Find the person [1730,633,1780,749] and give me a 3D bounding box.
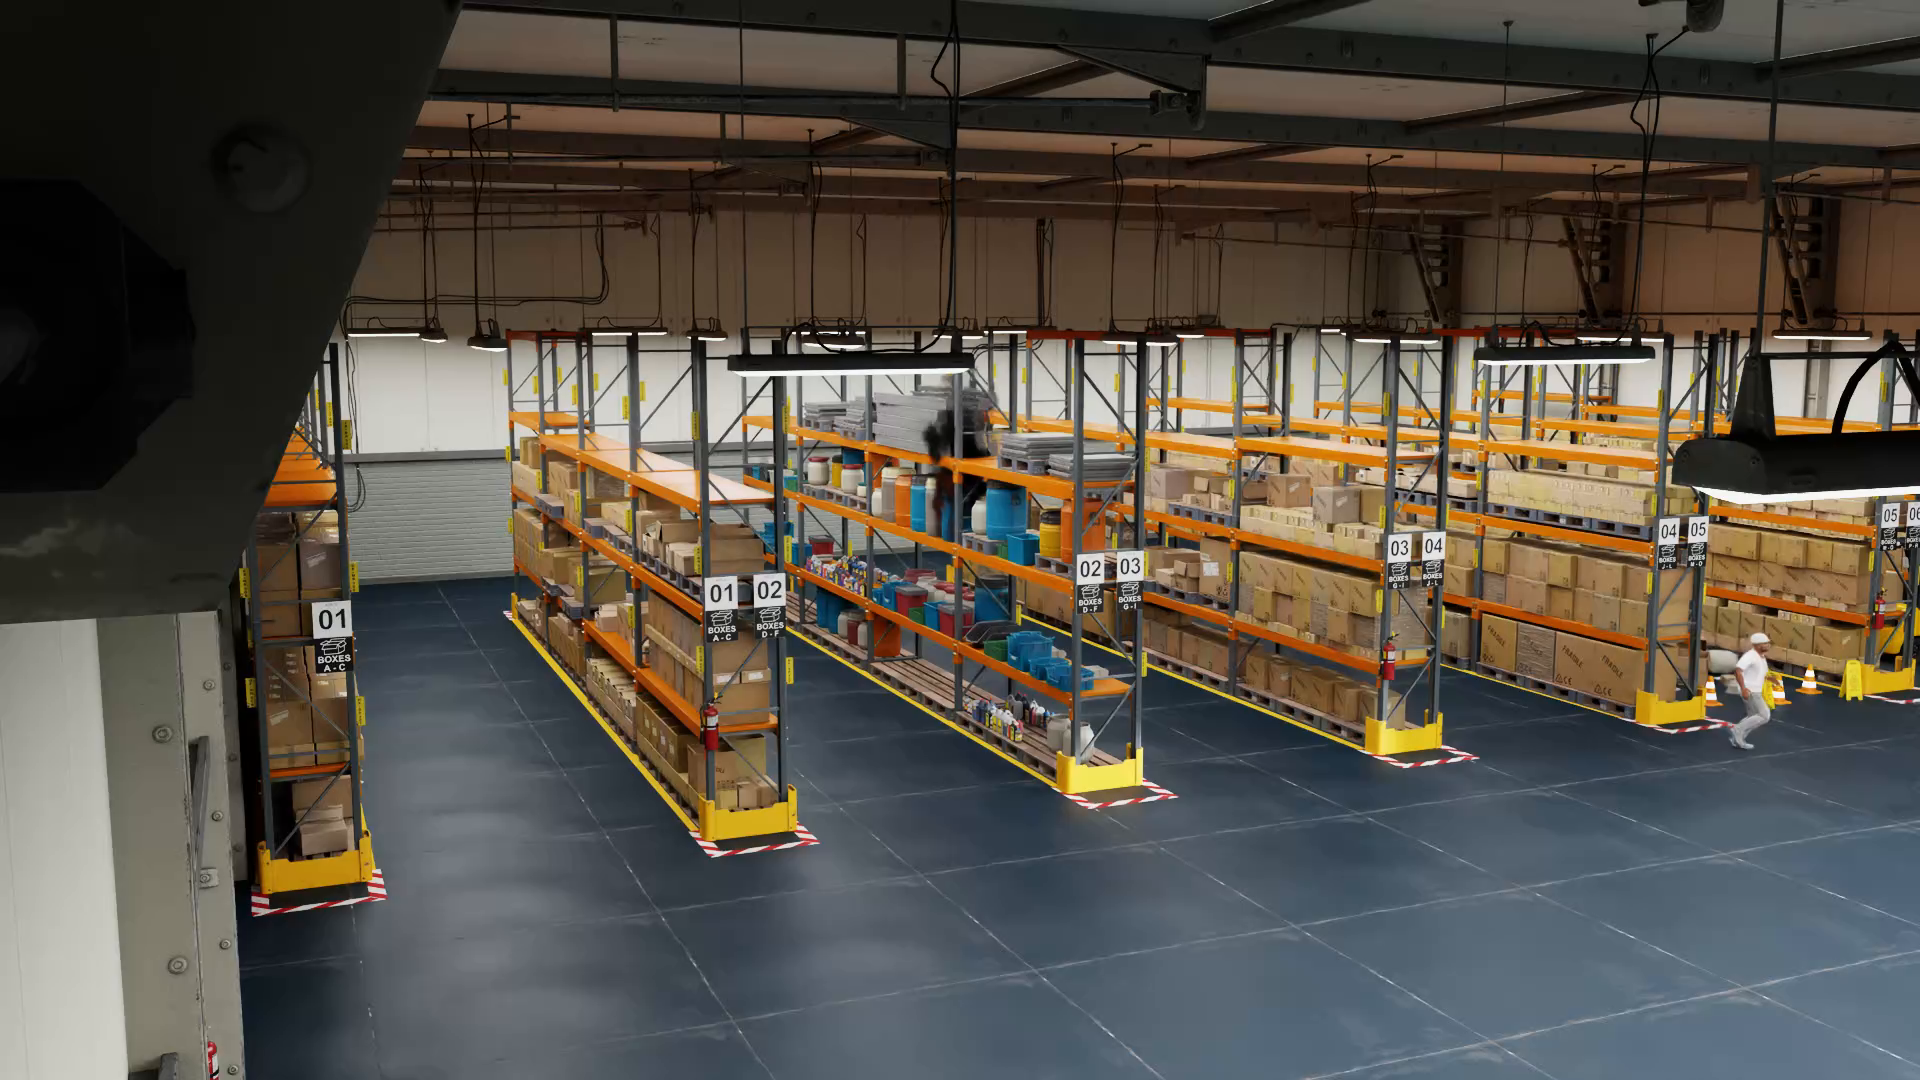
[{"bbox_3d":[11.592,2.198,24.212,0.592,1.718,0.720,5,9,32],"label":"person"}]
